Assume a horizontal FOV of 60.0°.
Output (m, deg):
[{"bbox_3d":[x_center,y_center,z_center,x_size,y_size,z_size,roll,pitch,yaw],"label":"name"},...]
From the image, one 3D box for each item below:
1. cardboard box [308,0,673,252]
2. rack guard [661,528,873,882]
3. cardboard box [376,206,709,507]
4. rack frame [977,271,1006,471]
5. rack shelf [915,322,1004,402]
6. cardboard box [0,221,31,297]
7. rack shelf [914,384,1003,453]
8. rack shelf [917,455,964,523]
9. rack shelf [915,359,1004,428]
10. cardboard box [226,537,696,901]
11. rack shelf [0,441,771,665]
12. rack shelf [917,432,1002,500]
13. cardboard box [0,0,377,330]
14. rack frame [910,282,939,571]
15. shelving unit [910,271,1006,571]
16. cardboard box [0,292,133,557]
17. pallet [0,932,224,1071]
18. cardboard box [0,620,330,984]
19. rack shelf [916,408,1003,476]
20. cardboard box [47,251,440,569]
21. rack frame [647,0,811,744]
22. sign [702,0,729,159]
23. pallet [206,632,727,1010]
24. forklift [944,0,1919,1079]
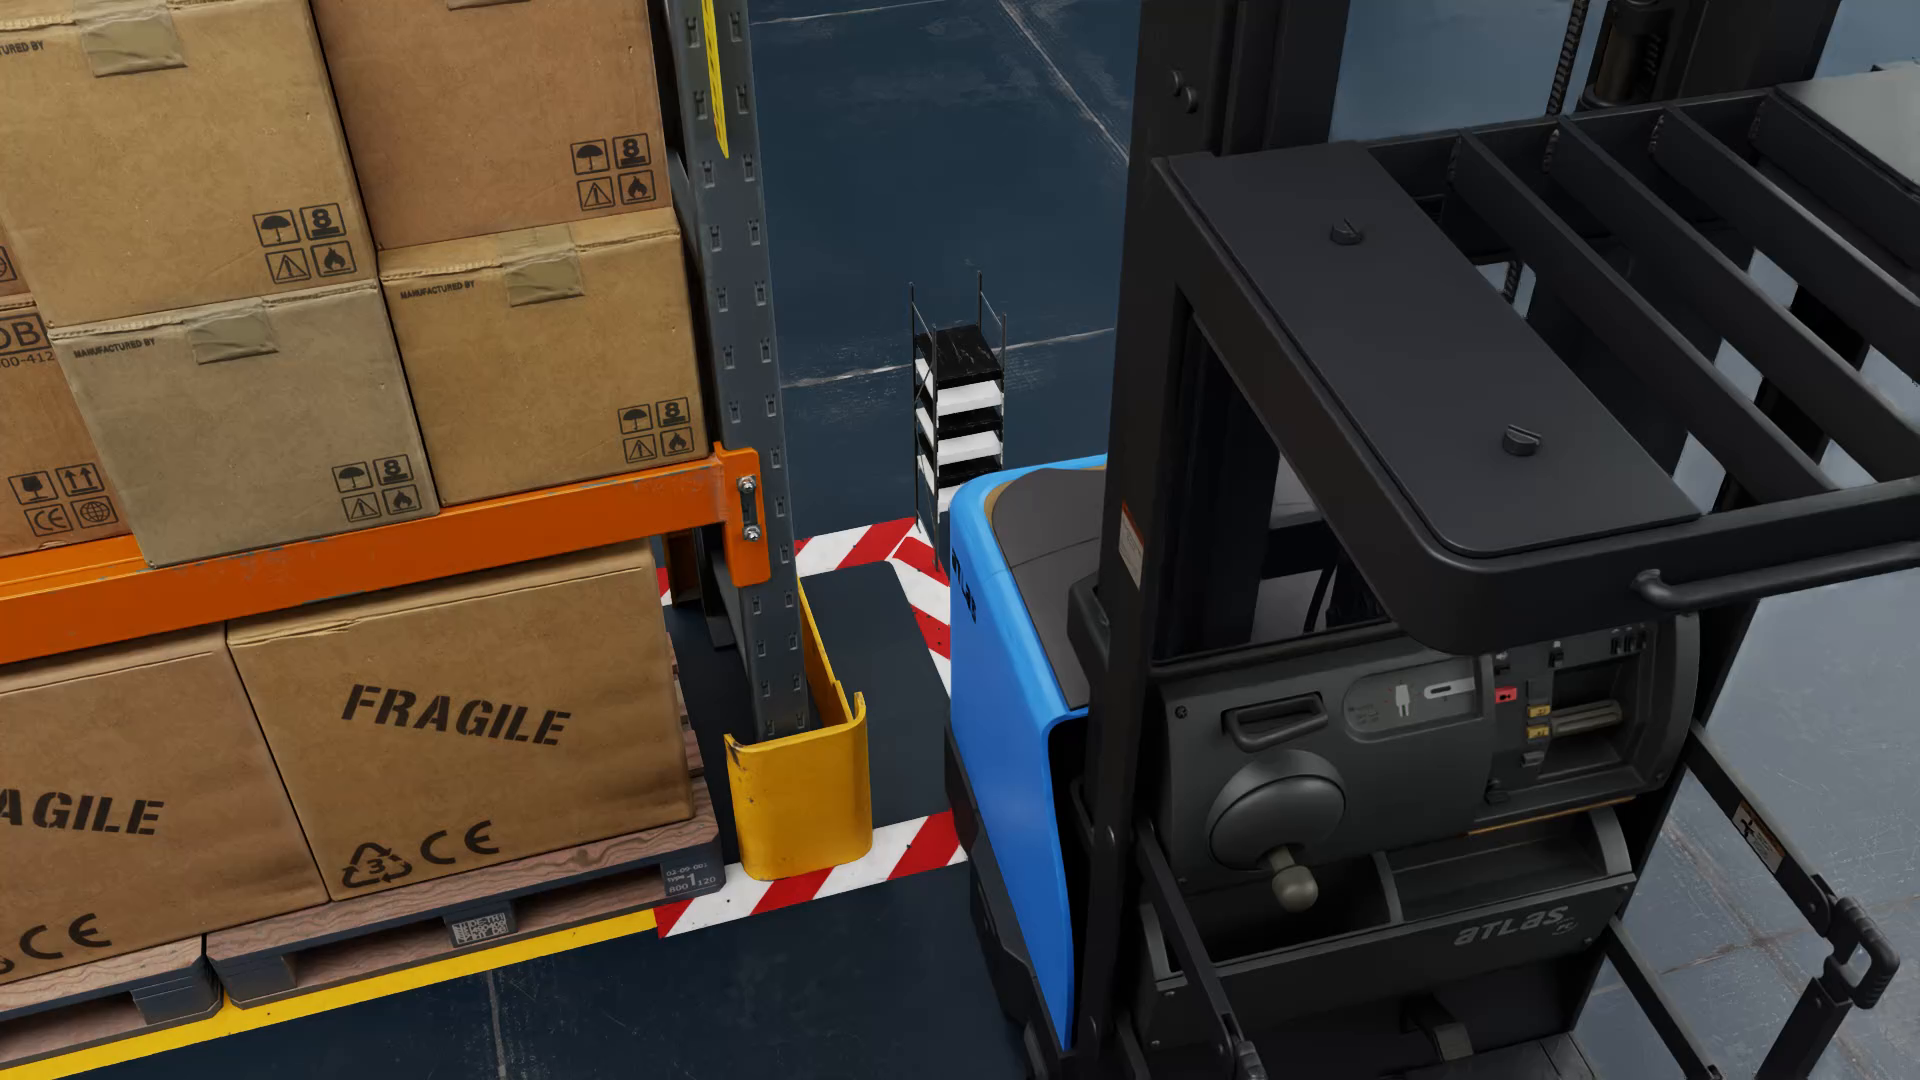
[{"bbox_3d":[-0.939,-1.055,3.243,0.550,0.550,0.875,-12,42,-13],"label":"cardboard box"},{"bbox_3d":[-0.551,0.296,4.532,0.348,0.500,1.175,-12,42,-13],"label":"rack guard"},{"bbox_3d":[-0.914,-0.596,3.538,0.550,0.550,0.875,-12,42,-13],"label":"cardboard box"},{"bbox_3d":[0.089,-0.357,4.975,0.006,0.900,0.240,-12,42,-13],"label":"rack frame"},{"bbox_3d":[-0.007,-0.516,4.796,0.200,0.077,0.258,-12,42,-13],"label":"rack shelf"},{"bbox_3d":[-2.011,-0.863,3.023,0.550,0.550,0.875,-12,42,-13],"label":"cardboard box"},{"bbox_3d":[-0.008,-0.380,4.915,0.200,0.077,0.258,-12,42,-13],"label":"rack shelf"},{"bbox_3d":[-0.008,-0.177,5.092,0.200,0.077,0.258,-12,42,-13],"label":"rack shelf"},{"bbox_3d":[-0.007,-0.448,4.856,0.200,0.077,0.258,-12,42,-13],"label":"rack shelf"},{"bbox_3d":[-1.200,0.177,4.064,0.875,0.875,0.875,-11,42,-13],"label":"cardboard box"},{"bbox_3d":[-2.481,0.025,3.488,4.000,0.370,1.077,-12,42,-13],"label":"rack shelf"},{"bbox_3d":[-0.008,-0.244,5.033,0.200,0.077,0.258,-12,42,-13],"label":"rack shelf"},{"bbox_3d":[-1.436,-0.888,3.052,0.550,0.550,0.875,-12,42,-13],"label":"cardboard box"},{"bbox_3d":[-0.105,-0.317,4.929,0.006,0.900,0.240,-12,42,-13],"label":"rack frame"},{"bbox_3d":[-0.008,-0.337,4.952,0.210,0.900,0.258,-12,42,-13],"label":"shelving unit"},{"bbox_3d":[-2.004,-0.441,3.361,0.550,0.550,0.875,-12,42,-13],"label":"cardboard box"},{"bbox_3d":[-2.474,0.855,4.111,1.213,0.211,1.003,-12,42,-13],"label":"pallet"},{"bbox_3d":[-2.039,0.352,3.863,0.875,0.875,0.875,-12,43,-14],"label":"cardboard box"},{"bbox_3d":[-0.008,-0.312,4.974,0.200,0.077,0.258,-12,42,-13],"label":"rack shelf"},{"bbox_3d":[-1.432,-0.473,3.398,0.550,0.550,0.875,-12,42,-13],"label":"cardboard box"},{"bbox_3d":[-0.573,-0.641,3.704,0.127,3.000,1.000,-12,42,-13],"label":"rack frame"},{"bbox_3d":[-0.424,-0.823,2.852,0.005,0.325,0.100,-12,42,-13],"label":"sign"},{"bbox_3d":[-1.313,0.616,4.384,1.213,0.211,1.003,-12,42,-13],"label":"pallet"},{"bbox_3d":[0.828,0.421,2.541,1.130,2.935,3.031,-10,42,-11],"label":"forklift"}]
